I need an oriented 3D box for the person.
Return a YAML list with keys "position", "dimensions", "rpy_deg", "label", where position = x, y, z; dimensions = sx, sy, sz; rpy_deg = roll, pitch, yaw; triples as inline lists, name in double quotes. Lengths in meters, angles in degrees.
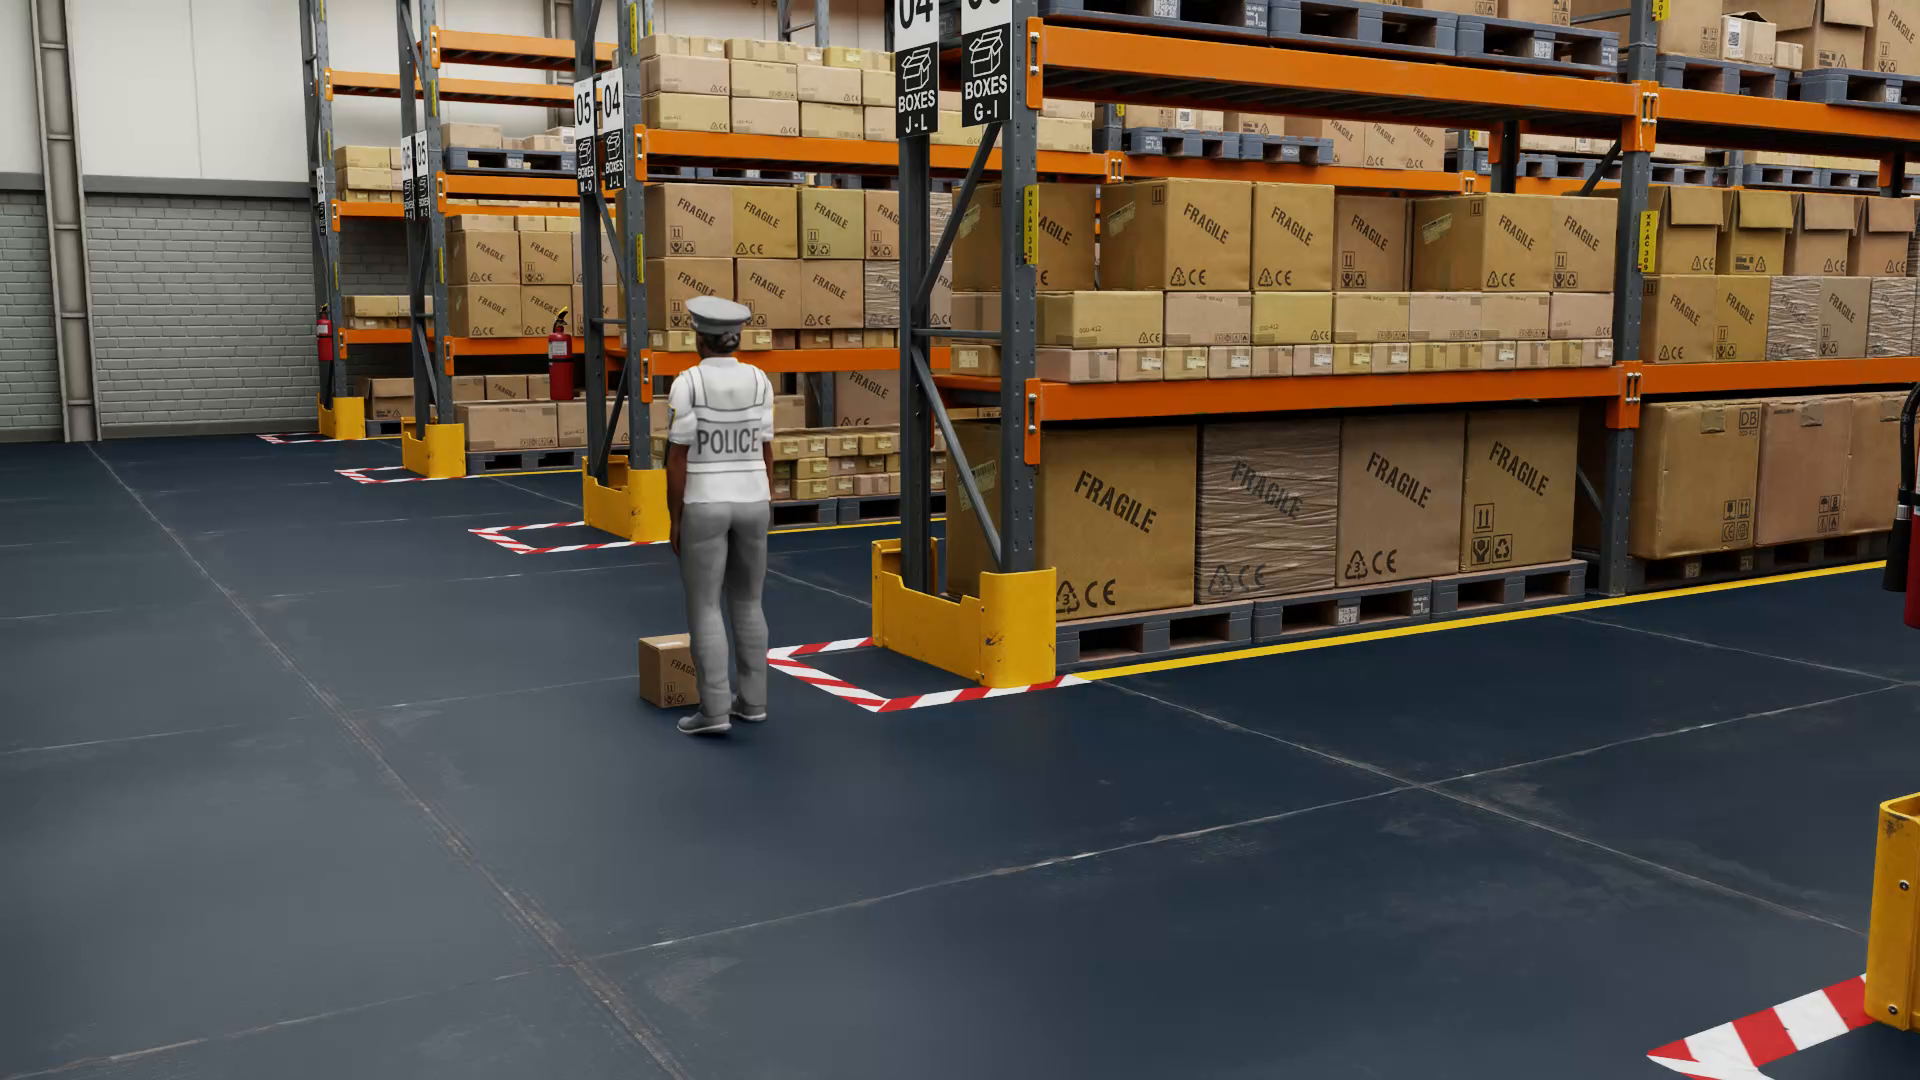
- position: [-0.940, -0.094, 6.469]
  dimensions: [0.439, 1.701, 0.432]
  rpy_deg: [-5, 10, -30]
  label: "person"
